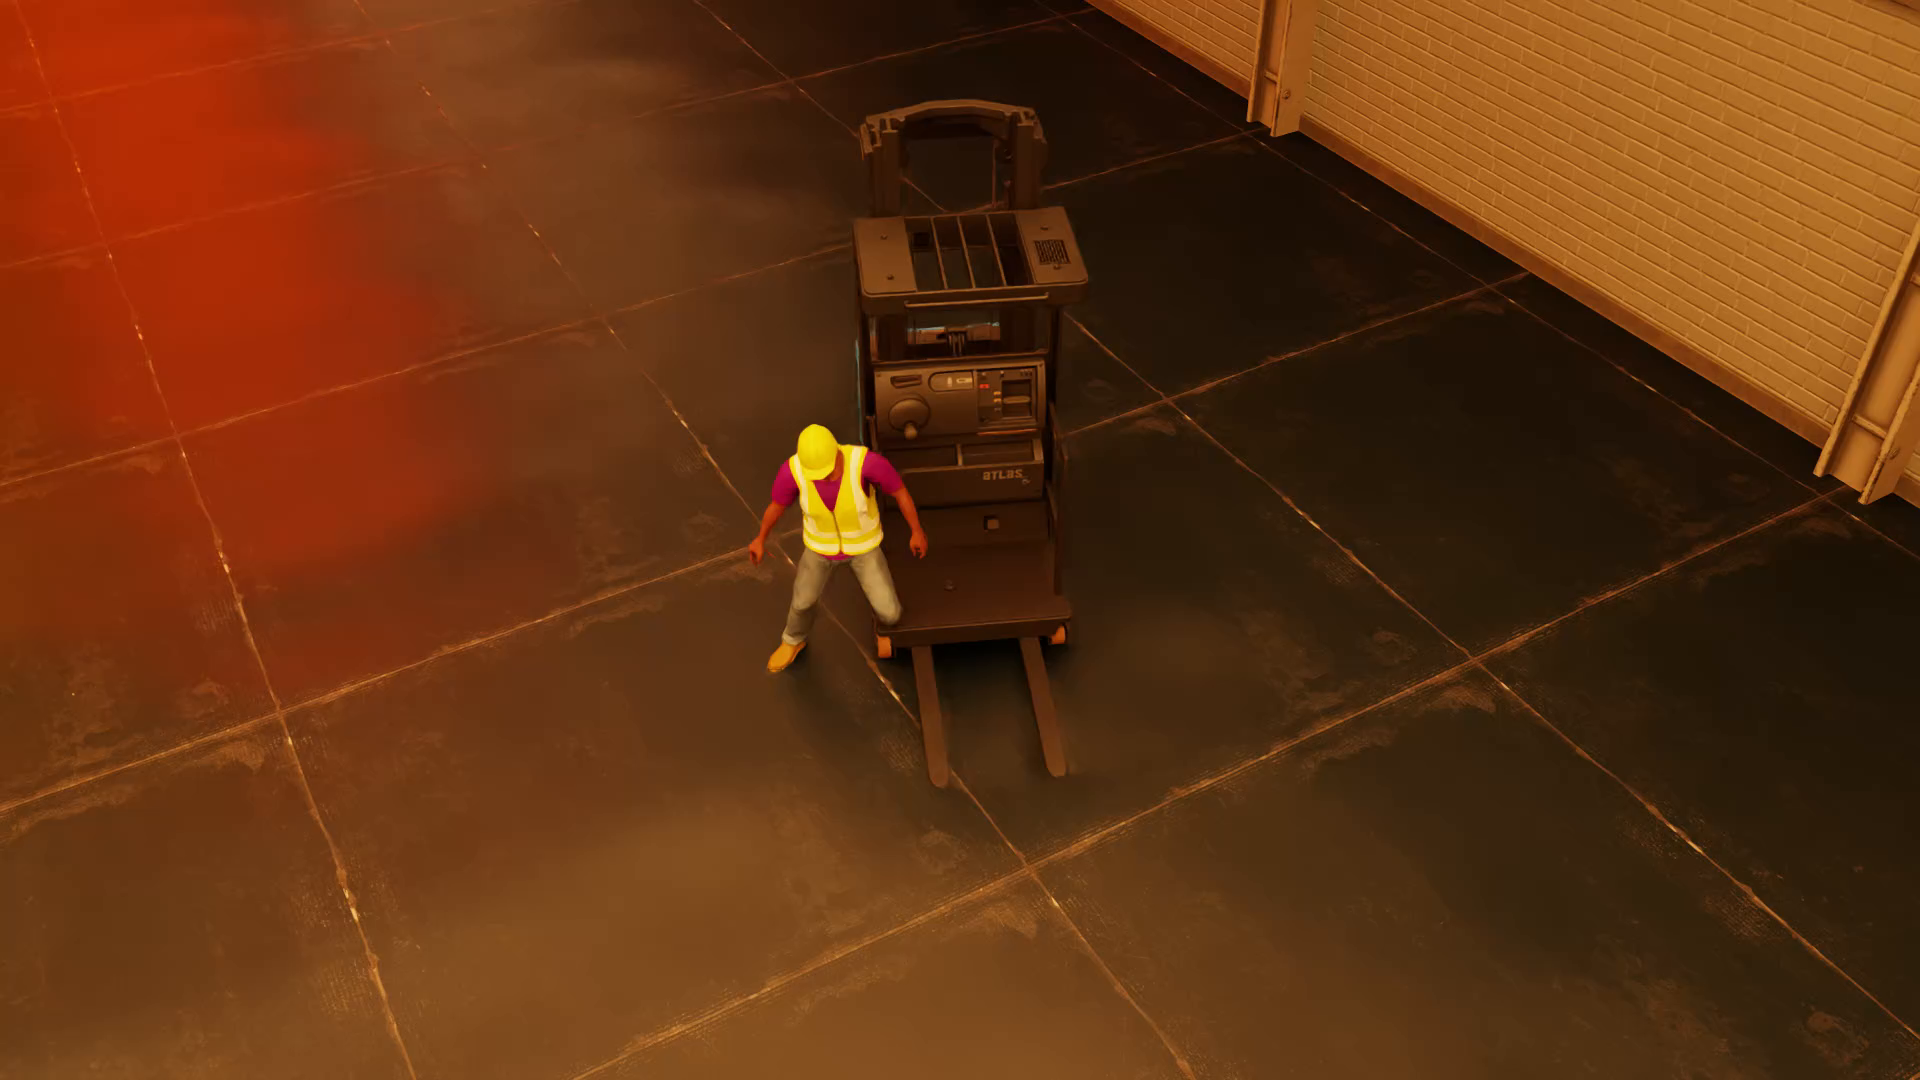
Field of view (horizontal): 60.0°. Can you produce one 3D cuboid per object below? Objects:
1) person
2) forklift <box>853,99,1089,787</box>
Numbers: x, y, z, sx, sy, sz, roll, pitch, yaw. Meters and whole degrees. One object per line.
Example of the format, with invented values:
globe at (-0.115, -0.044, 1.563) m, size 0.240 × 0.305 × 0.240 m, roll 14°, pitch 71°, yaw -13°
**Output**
person at (-0.659, 0.055, 8.947) m, size 0.980 × 1.716 × 0.449 m, roll 1°, pitch 40°, yaw 1°
forklift at (0.030, -0.685, 8.862) m, size 1.130 × 2.935 × 3.031 m, roll -4°, pitch 40°, yaw -5°
